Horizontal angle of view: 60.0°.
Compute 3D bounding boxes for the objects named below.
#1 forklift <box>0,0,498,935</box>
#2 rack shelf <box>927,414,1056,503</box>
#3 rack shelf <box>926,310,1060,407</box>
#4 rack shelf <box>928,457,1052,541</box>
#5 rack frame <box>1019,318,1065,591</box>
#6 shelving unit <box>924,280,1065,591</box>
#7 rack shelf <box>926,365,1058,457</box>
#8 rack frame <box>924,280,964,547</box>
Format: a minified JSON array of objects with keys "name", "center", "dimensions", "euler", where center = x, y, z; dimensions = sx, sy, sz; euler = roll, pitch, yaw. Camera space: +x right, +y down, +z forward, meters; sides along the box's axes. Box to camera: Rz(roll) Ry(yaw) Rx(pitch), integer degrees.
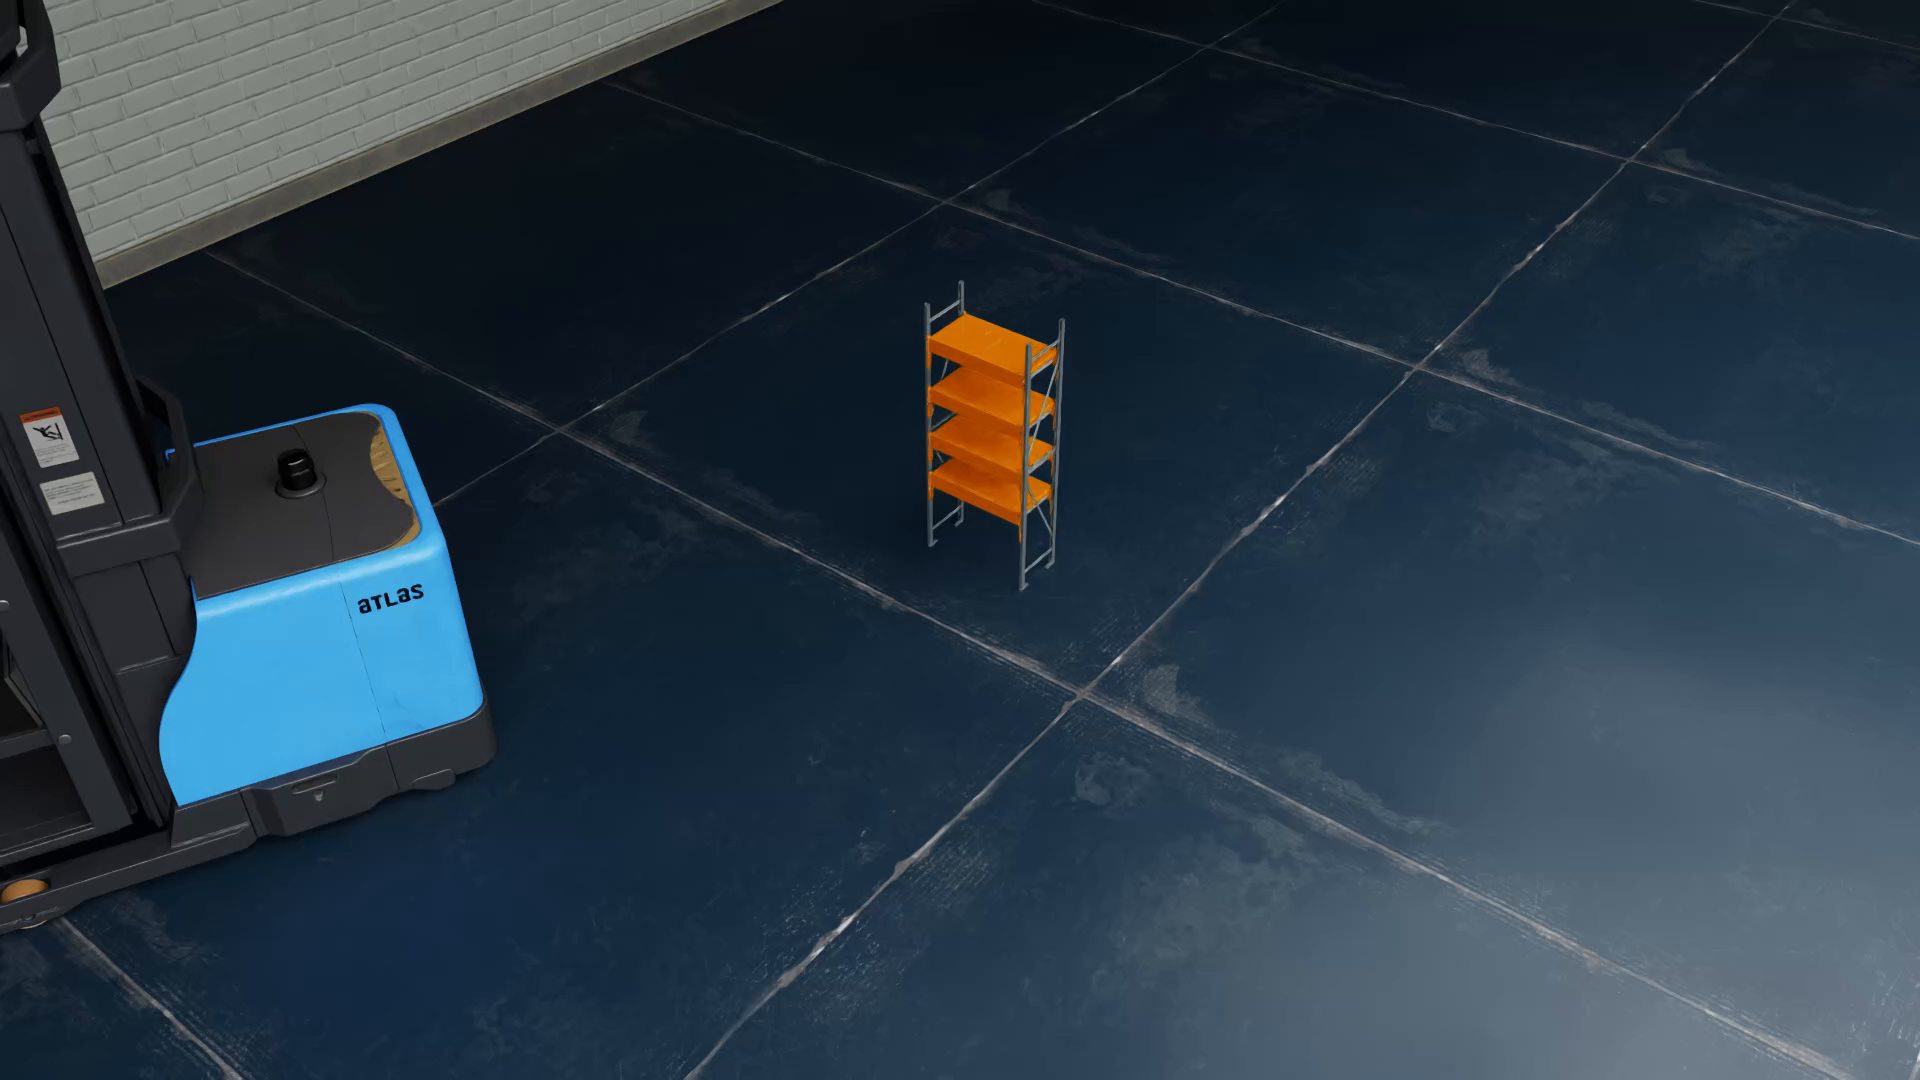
[{"name":"forklift","center":[-3.262,-0.172,5.092],"dimensions":[3.031,2.935,1.130],"euler":[-17,41,-20]},{"name":"rack shelf","center":[0.131,-0.357,6.842],"dimensions":[0.480,0.148,0.258],"euler":[25,45,29]},{"name":"rack shelf","center":[0.131,-0.720,6.559],"dimensions":[0.480,0.148,0.258],"euler":[25,45,29]},{"name":"rack shelf","center":[0.131,-0.201,6.965],"dimensions":[0.480,0.148,0.258],"euler":[25,45,29]},{"name":"rack frame","center":[0.325,-0.319,6.684],"dimensions":[0.015,1.200,0.240],"euler":[25,45,29]},{"name":"shelving unit","center":[0.131,-0.410,6.801],"dimensions":[0.503,1.200,0.258],"euler":[25,45,29]},{"name":"rack shelf","center":[0.131,-0.534,6.705],"dimensions":[0.480,0.148,0.258],"euler":[25,45,29]},{"name":"rack frame","center":[-0.062,-0.502,6.918],"dimensions":[0.015,1.200,0.240],"euler":[25,45,29]}]
